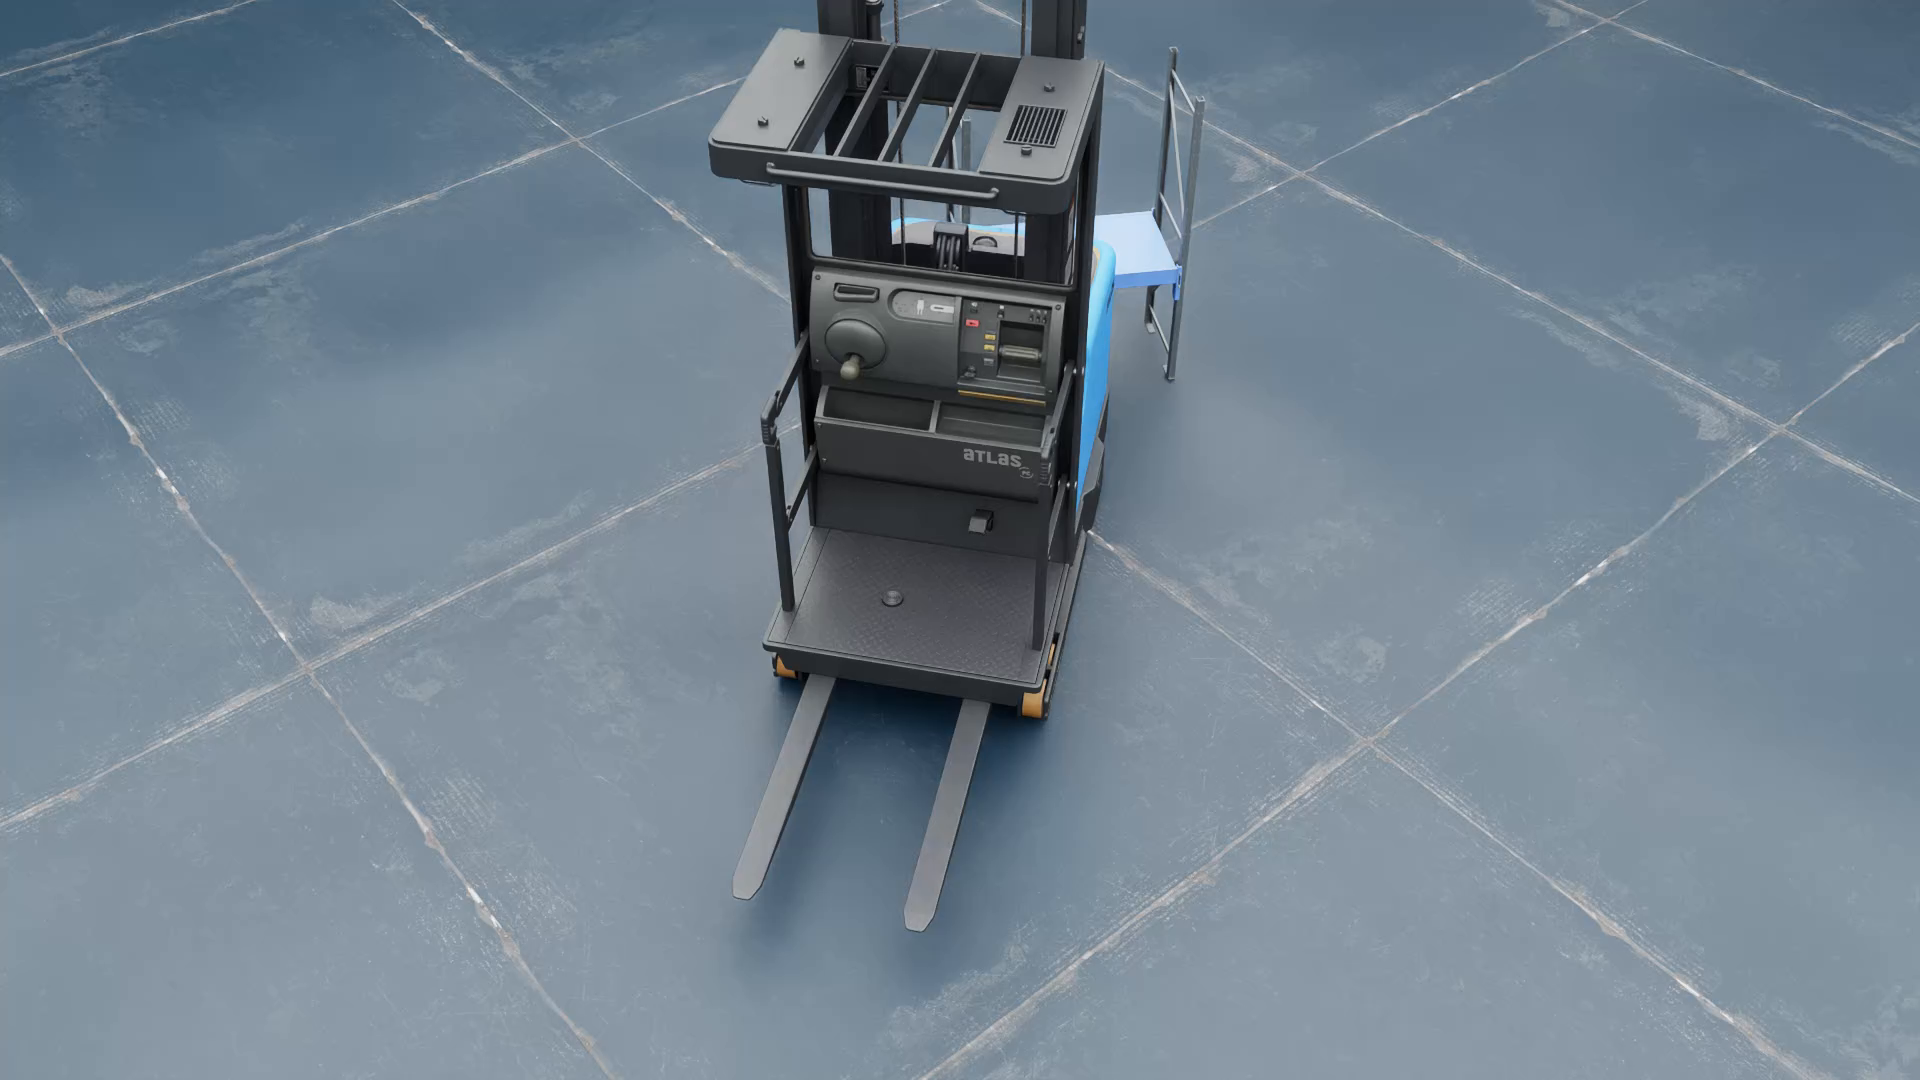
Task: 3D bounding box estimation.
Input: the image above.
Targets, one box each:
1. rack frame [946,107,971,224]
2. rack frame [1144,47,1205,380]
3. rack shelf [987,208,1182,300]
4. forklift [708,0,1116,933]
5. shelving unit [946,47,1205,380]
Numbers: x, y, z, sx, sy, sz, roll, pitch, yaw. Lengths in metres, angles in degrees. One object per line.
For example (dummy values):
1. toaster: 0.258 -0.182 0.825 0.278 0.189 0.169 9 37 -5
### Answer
1. rack frame: -0.009 -1.389 7.687 0.032 1.500 0.500 -6 44 -7
2. rack frame: 0.995 -1.500 7.805 0.032 1.500 0.500 -6 44 -7
3. rack shelf: 0.493 -1.313 7.869 1.000 0.185 0.538 -6 44 -7
4. forklift: -0.131 -0.652 5.857 1.130 2.935 3.031 8 44 9
5. shelving unit: 0.493 -1.444 7.746 1.048 1.500 0.538 -6 44 -7
